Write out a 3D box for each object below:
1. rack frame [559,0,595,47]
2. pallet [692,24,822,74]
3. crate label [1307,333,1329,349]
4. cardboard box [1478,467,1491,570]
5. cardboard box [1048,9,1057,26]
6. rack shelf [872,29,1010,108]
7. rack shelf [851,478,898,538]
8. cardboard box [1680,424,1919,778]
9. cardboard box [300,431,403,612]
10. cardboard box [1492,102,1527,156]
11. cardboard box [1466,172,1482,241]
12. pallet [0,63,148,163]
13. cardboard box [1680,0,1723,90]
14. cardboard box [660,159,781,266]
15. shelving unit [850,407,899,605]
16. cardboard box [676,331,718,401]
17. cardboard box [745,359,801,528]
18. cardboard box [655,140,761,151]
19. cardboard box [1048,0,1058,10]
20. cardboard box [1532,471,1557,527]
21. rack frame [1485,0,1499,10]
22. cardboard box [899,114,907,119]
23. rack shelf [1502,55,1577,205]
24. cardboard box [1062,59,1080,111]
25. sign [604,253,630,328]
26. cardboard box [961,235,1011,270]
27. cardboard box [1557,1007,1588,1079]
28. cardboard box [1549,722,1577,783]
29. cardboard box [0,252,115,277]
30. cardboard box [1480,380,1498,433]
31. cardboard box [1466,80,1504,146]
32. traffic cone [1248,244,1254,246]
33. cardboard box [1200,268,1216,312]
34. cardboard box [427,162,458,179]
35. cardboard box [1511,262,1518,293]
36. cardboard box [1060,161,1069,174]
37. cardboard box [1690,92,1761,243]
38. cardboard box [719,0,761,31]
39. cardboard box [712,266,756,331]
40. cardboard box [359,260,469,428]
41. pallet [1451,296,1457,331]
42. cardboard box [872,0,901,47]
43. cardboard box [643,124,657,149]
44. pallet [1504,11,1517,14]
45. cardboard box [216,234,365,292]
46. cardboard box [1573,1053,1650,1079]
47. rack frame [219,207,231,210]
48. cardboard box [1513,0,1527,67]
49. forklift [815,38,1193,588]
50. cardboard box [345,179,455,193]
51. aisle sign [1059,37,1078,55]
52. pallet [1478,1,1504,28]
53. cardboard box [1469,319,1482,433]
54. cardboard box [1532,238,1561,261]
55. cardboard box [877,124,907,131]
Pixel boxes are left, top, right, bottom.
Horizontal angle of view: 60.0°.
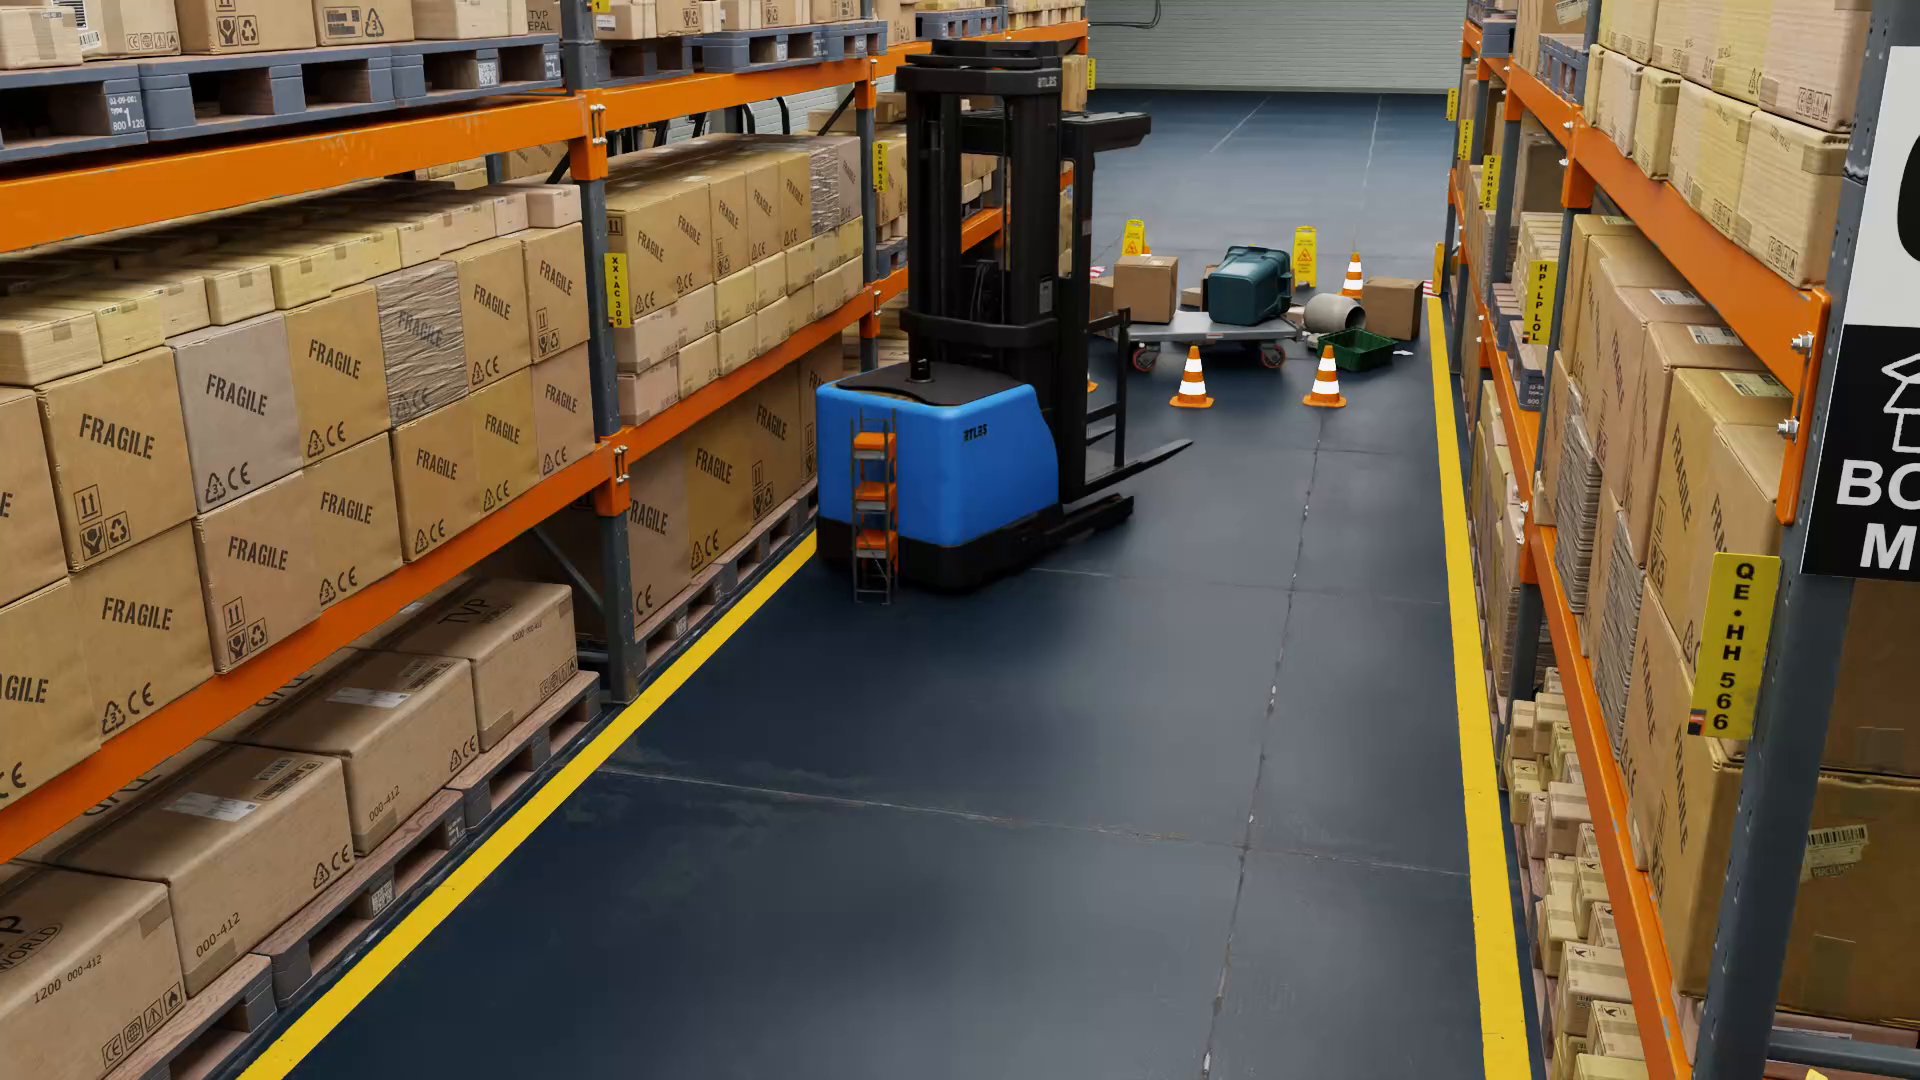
[{"bbox_3d":[-2.039,-3.526,6.589,1.000,3.000,0.127,5,19,13],"label":"rack frame"},{"bbox_3d":[-1.437,-2.714,9.145,1.003,0.211,1.213,6,20,16],"label":"pallet"},{"bbox_3d":[3.350,-1.817,15.295,0.298,0.136,0.250,-9,21,-24],"label":"crate label"},{"bbox_3d":[3.103,-0.077,8.989,0.500,0.500,0.500,4,19,12],"label":"cardboard box"},{"bbox_3d":[0.745,-5.130,16.314,0.380,0.149,0.250,4,19,13],"label":"cardboard box"},{"bbox_3d":[-0.573,-3.647,12.696,1.077,0.370,4.000,5,19,13],"label":"rack shelf"},{"bbox_3d":[-0.467,-0.176,9.110,0.215,0.259,0.240,3,19,8],"label":"rack shelf"},{"bbox_3d":[1.679,0.102,3.088,0.500,0.500,0.500,4,19,12],"label":"cardboard box"},{"bbox_3d":[-2.276,-0.086,5.643,0.500,0.500,0.500,5,20,15],"label":"cardboard box"},{"bbox_3d":[4.625,-3.200,13.213,0.700,0.500,0.500,4,19,12],"label":"cardboard box"},{"bbox_3d":[4.229,-2.581,12.948,0.500,0.500,0.500,5,19,14],"label":"cardboard box"},{"bbox_3d":[-2.845,-1.044,4.101,1.003,0.211,1.213,5,19,13],"label":"pallet"},{"bbox_3d":[1.926,-1.144,3.715,0.500,0.250,0.500,5,19,14],"label":"cardboard box"},{"bbox_3d":[-1.310,-1.804,9.127,0.500,0.500,0.500,4,19,12],"label":"cardboard box"},{"bbox_3d":[-0.466,-0.186,9.107,0.215,1.050,0.252,3,19,8],"label":"shelving unit"},{"bbox_3d":[-1.550,-0.896,8.401,0.500,0.250,0.500,4,19,12],"label":"cardboard box"},{"bbox_3d":[-1.533,-0.645,10.073,0.875,0.875,0.875,5,19,14],"label":"cardboard box"},{"bbox_3d":[-1.531,-2.170,10.198,0.500,0.500,0.500,5,19,14],"label":"cardboard box"},{"bbox_3d":[0.662,-5.277,16.127,0.500,0.250,0.500,5,19,14],"label":"cardboard box"},{"bbox_3d":[2.400,-0.146,6.363,0.380,0.149,0.250,5,20,15],"label":"cardboard box"},{"bbox_3d":[4.741,-5.674,12.878,1.000,3.000,0.127,5,19,13],"label":"rack frame"},{"bbox_3d":[-0.598,-3.300,13.944,0.500,0.500,0.500,5,19,14],"label":"cardboard box"},{"bbox_3d":[3.275,-2.034,7.974,1.077,0.370,4.000,5,19,13],"label":"rack shelf"},{"bbox_3d":[0.824,-4.606,16.871,0.700,0.500,0.500,4,19,13],"label":"cardboard box"},{"bbox_3d":[-1.500,-1.091,7.279,0.100,0.325,0.005,5,19,13],"label":"sign"},{"bbox_3d":[0.322,-2.611,15.634,0.500,0.500,0.500,6,20,16],"label":"cardboard box"},{"bbox_3d":[1.900,1.421,4.687,0.380,0.149,0.250,5,19,14],"label":"cardboard box"},{"bbox_3d":[2.362,0.797,6.053,0.380,0.149,0.250,4,19,13],"label":"cardboard box"},{"bbox_3d":[-2.864,-0.793,5.165,0.380,0.149,0.250,5,20,15],"label":"cardboard box"},{"bbox_3d":[3.360,-0.755,9.816,0.500,0.250,0.500,4,19,11],"label":"cardboard box"},{"bbox_3d":[4.886,-3.712,14.511,0.875,0.550,0.550,5,19,13],"label":"cardboard box"},{"bbox_3d":[3.199,-3.030,18.343,0.336,0.463,0.334,5,19,13],"label":"traffic cone"},{"bbox_3d":[2.699,-2.287,15.895,0.797,0.637,0.503,5,19,13],"label":"cardboard box"},{"bbox_3d":[-4.889,-3.415,15.004,0.500,0.250,0.500,4,19,12],"label":"cardboard box"},{"bbox_3d":[3.458,-1.537,9.786,0.380,0.149,0.250,4,19,13],"label":"cardboard box"},{"bbox_3d":[0.938,-3.945,17.487,0.380,0.149,0.250,5,19,14],"label":"cardboard box"},{"bbox_3d":[1.781,-0.747,3.324,0.500,0.250,0.500,5,19,13],"label":"cardboard box"},{"bbox_3d":[-1.253,-2.787,8.623,0.396,0.266,0.258,6,20,18],"label":"cardboard box"},{"bbox_3d":[-1.408,-1.290,8.782,0.500,0.250,0.500,5,19,14],"label":"cardboard box"},{"bbox_3d":[-2.133,-0.719,5.951,0.500,0.500,0.500,5,19,14],"label":"cardboard box"},{"bbox_3d":[5.298,-2.131,16.101,1.003,0.211,1.213,5,19,13],"label":"pallet"},{"bbox_3d":[-0.820,-3.704,11.596,0.700,0.500,0.500,5,19,13],"label":"cardboard box"},{"bbox_3d":[-3.786,-4.711,19.186,0.500,0.500,0.500,4,19,12],"label":"cardboard box"},{"bbox_3d":[4.565,-3.873,12.541,0.805,0.209,1.217,4,19,11],"label":"pallet"},{"bbox_3d":[-2.224,-0.919,5.532,0.380,0.149,0.250,5,19,13],"label":"cardboard box"},{"bbox_3d":[1.750,1.443,4.162,0.380,0.149,0.250,4,19,12],"label":"cardboard box"},{"bbox_3d":[-5.875,-2.332,12.373,1.000,3.000,0.127,5,19,13],"label":"rack frame"},{"bbox_3d":[3.366,-2.890,9.214,0.500,0.500,0.500,5,19,13],"label":"cardboard box"},{"bbox_3d":[0.444,-1.535,10.148,1.130,2.935,3.031,14,23,34],"label":"forklift"},{"bbox_3d":[-2.367,-1.436,7.046,0.380,0.149,0.250,4,19,13],"label":"cardboard box"},{"bbox_3d":[1.190,-5.675,18.140,0.394,0.787,0.004,5,19,13],"label":"aisle sign"},{"bbox_3d":[4.951,-4.468,14.126,1.003,0.211,1.213,5,19,13],"label":"pallet"},{"bbox_3d":[4.210,-1.174,11.814,1.050,0.750,0.750,5,19,14],"label":"cardboard box"},{"bbox_3d":[3.206,-1.485,8.712,0.380,0.149,0.250,6,20,16],"label":"cardboard box"},{"bbox_3d":[-0.353,-2.937,12.882,0.500,0.500,0.500,4,19,11],"label":"cardboard box"}]
